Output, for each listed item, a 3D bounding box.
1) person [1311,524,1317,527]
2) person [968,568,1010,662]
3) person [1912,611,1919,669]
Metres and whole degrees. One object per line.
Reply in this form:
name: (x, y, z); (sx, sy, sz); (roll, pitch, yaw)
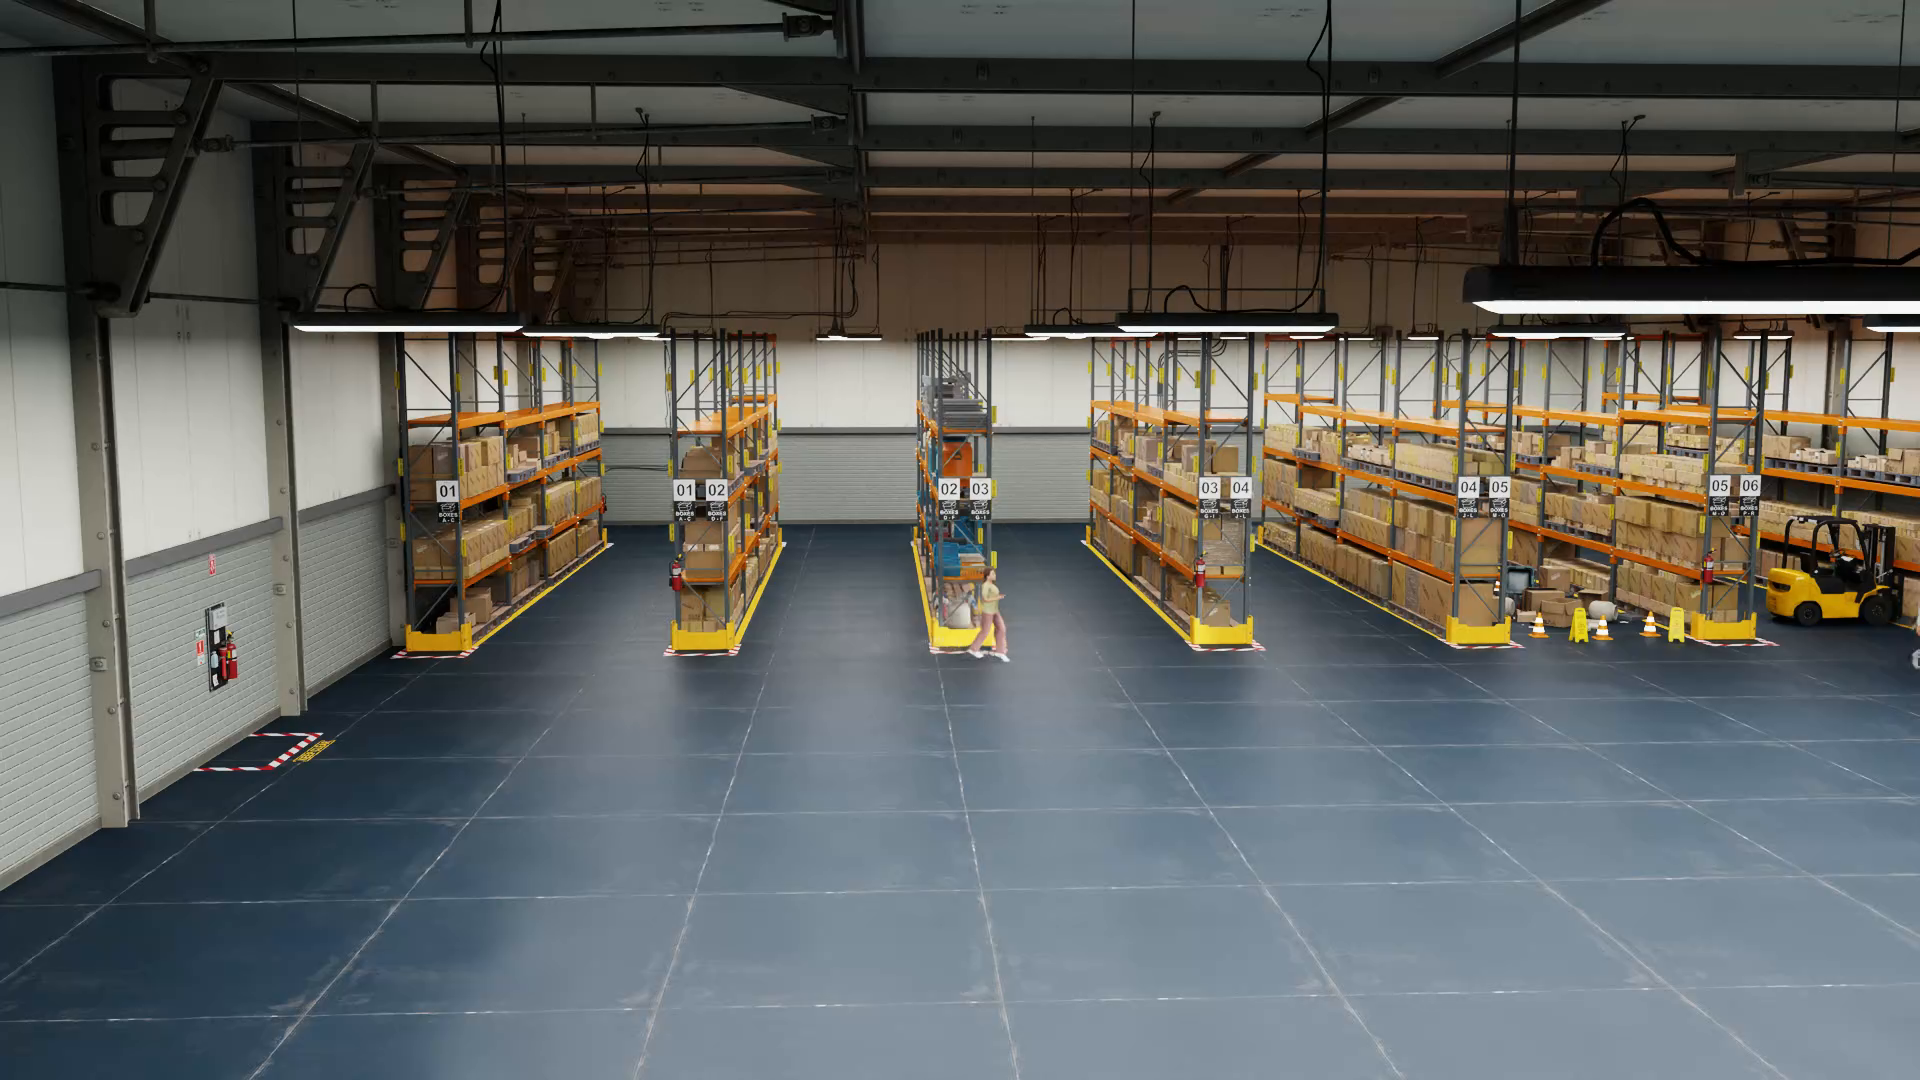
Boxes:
person: (10.488, -0.794, 48.677); (0.597, 1.584, 0.527); (-2, 7, -20)
person: (0.513, 1.350, 30.055); (0.776, 1.717, 0.567); (3, 7, 22)
person: (16.579, 1.577, 28.222); (0.649, 1.706, 0.739); (-3, 7, -26)
